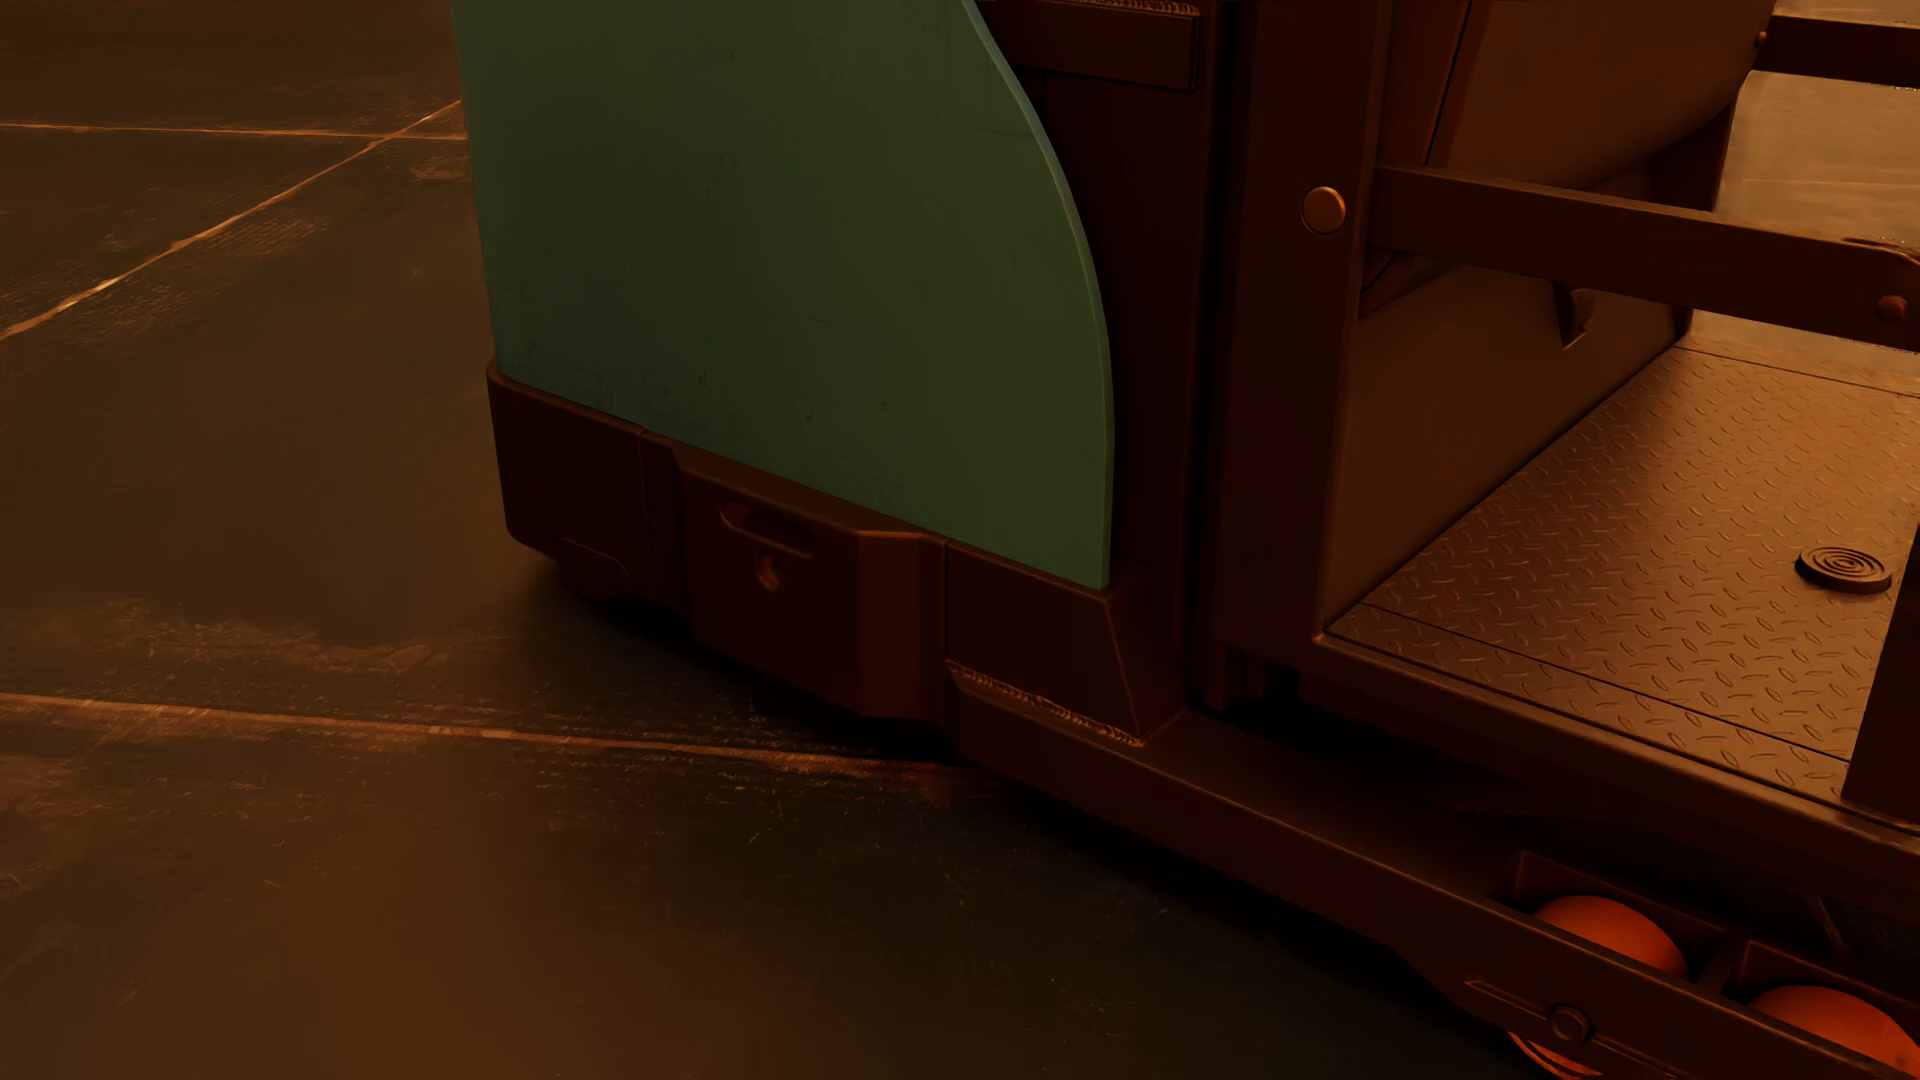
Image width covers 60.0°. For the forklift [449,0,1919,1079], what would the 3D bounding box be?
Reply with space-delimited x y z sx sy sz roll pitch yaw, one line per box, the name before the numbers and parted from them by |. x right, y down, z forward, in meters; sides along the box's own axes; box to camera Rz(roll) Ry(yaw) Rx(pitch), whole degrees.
forklift | 0.816 -1.032 1.285 3.031 2.935 1.130 20 33 34
